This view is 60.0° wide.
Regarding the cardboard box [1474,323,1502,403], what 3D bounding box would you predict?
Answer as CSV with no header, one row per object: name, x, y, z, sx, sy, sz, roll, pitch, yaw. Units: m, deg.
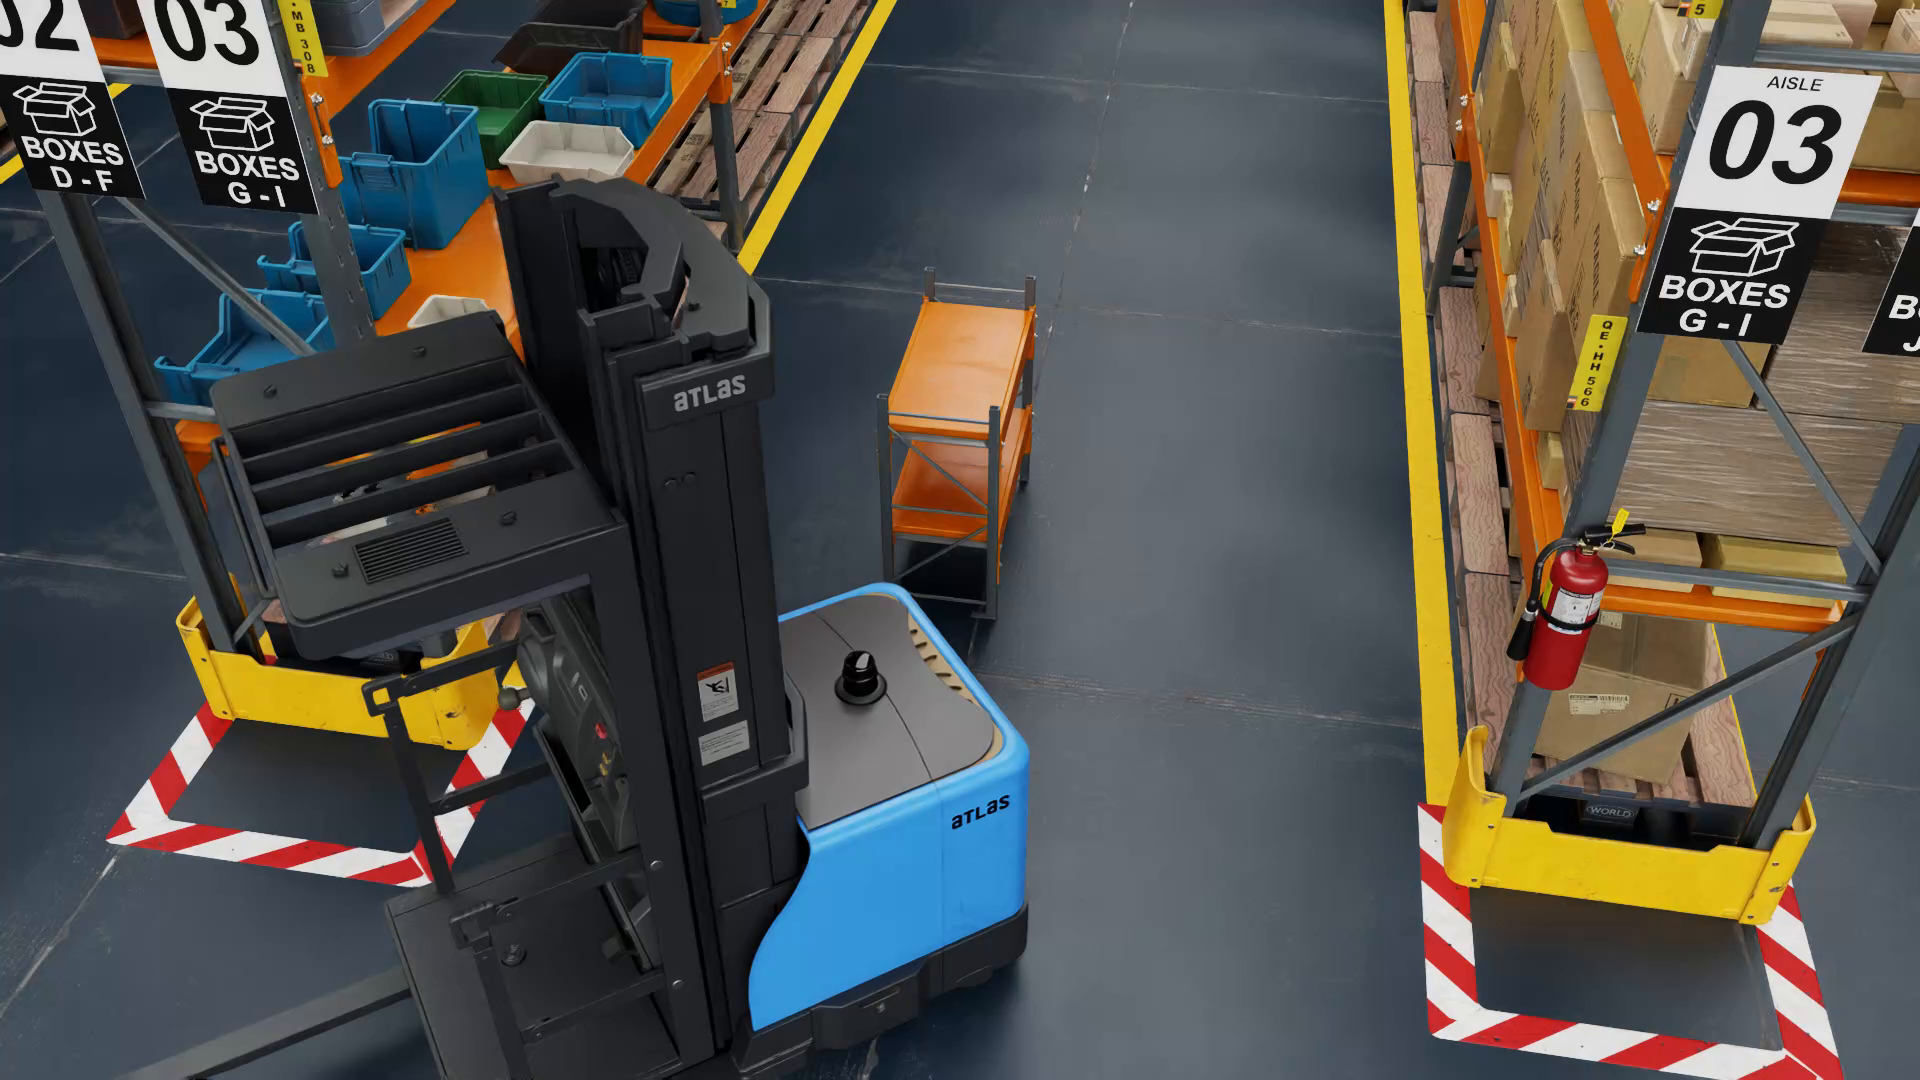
cardboard box,2.895,-0.974,8.206,0.500,0.500,0.500,19,43,21

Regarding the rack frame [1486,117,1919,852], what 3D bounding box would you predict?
rack frame,2.403,0.128,5.241,1.000,3.000,0.127,6,40,8

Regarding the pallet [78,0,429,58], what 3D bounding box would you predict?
pallet,-2.236,-2.010,5.621,1.003,0.211,1.213,6,40,8

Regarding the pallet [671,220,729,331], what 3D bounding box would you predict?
pallet,-1.941,-1.437,9.322,1.003,0.211,1.213,6,40,8

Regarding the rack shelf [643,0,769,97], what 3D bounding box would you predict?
rack shelf,-1.437,-3.907,10.686,1.077,0.370,4.000,6,40,8

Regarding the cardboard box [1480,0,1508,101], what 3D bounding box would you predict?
cardboard box,2.956,-2.260,7.818,0.875,0.500,0.500,6,40,8

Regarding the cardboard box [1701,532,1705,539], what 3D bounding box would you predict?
cardboard box,2.749,-0.083,5.693,0.380,0.149,0.250,6,40,8

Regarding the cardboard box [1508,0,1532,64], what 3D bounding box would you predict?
cardboard box,2.682,-2.353,7.145,0.500,0.500,0.500,6,40,8

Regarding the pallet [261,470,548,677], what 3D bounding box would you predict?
pallet,-2.363,0.094,7.470,1.003,0.211,1.213,6,40,8

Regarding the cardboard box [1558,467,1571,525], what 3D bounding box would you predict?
cardboard box,2.293,-0.134,5.755,0.380,0.149,0.250,6,40,8

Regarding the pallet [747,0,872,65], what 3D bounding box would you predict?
pallet,-1.263,-3.882,12.280,1.003,0.211,1.213,6,40,8

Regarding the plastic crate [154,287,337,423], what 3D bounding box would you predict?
plastic crate,-2.684,-0.708,6.369,0.499,0.251,0.616,6,40,8

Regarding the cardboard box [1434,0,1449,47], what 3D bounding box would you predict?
cardboard box,3.691,-3.676,11.459,0.700,0.500,0.500,4,40,5

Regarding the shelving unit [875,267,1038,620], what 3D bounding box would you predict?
shelving unit,0.001,-0.438,7.397,0.538,1.125,1.048,6,40,8

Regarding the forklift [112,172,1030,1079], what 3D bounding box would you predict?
forklift,-1.305,0.543,4.792,3.031,2.935,1.130,-19,43,-22

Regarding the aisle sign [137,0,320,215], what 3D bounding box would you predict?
aisle sign,-2.199,-1.343,4.980,0.394,0.787,0.004,6,40,8

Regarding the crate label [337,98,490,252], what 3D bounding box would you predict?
crate label,-2.423,-1.617,7.324,0.502,0.435,0.616,6,40,8

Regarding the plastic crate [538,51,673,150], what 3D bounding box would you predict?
plastic crate,-1.707,-2.147,8.109,0.499,0.251,0.616,6,40,8

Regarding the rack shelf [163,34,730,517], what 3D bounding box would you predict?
rack shelf,-2.129,-1.396,7.649,1.077,0.370,4.000,6,40,8

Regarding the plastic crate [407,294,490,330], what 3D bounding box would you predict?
plastic crate,-2.004,-0.843,6.622,0.298,0.136,0.250,6,40,8

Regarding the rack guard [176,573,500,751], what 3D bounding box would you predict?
rack guard,-2.509,0.492,6.762,1.175,0.500,0.348,6,40,8

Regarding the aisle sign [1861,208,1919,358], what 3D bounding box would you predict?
aisle sign,2.687,-0.802,4.326,0.394,0.787,0.004,6,40,8

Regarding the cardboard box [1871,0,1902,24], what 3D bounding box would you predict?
cardboard box,2.741,-1.596,4.777,0.380,0.149,0.250,6,40,7

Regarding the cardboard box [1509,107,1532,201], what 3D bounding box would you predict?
cardboard box,2.848,-1.625,7.050,0.875,0.500,0.500,6,40,8

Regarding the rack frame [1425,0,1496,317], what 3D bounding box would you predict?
rack frame,3.095,-2.383,8.278,1.000,3.000,0.127,6,40,8

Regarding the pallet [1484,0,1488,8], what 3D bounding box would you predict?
pallet,3.370,-2.772,8.899,1.003,0.211,1.213,6,40,8

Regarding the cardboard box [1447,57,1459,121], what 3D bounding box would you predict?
cardboard box,3.516,-2.970,10.605,0.700,0.500,0.500,10,41,11

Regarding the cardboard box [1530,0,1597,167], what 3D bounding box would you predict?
cardboard box,2.519,-1.724,6.384,0.500,0.500,0.500,6,40,8

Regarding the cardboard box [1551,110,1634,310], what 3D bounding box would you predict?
cardboard box,2.335,-1.098,5.627,0.500,0.500,0.500,6,40,8

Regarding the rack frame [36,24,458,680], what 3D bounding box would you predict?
rack frame,-2.476,-0.418,5.902,1.000,3.000,0.127,6,40,8

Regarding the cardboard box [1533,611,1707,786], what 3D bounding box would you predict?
cardboard box,2.527,0.539,6.376,0.500,0.500,0.500,14,41,16

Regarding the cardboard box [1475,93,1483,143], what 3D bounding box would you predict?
cardboard box,2.705,-2.028,8.047,0.380,0.149,0.250,6,40,8

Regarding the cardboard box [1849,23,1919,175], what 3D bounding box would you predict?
cardboard box,2.741,-1.244,4.665,0.500,0.250,0.500,8,40,9

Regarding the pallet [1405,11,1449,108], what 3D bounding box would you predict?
pallet,3.650,-3.328,11.609,1.003,0.211,1.213,6,40,8

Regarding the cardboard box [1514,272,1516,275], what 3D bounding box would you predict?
cardboard box,2.516,-1.079,6.898,0.380,0.149,0.250,6,40,8

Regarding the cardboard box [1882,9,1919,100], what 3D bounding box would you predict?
cardboard box,2.678,-1.271,4.384,0.380,0.149,0.250,6,40,7

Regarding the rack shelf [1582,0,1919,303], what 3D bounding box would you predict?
rack shelf,2.749,-2.006,6.033,1.077,0.370,4.000,6,40,8

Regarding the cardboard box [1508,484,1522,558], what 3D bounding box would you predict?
cardboard box,2.724,-0.230,7.307,0.500,0.500,0.500,10,41,12

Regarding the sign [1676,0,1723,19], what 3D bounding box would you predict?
sign,1.860,-1.443,4.093,0.100,0.325,0.005,6,40,8

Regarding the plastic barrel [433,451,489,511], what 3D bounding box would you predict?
plastic barrel,-2.350,-0.357,7.451,0.421,0.512,0.421,0,40,0

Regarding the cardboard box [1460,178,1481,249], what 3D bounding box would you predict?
cardboard box,3.222,-1.972,9.397,0.700,0.500,0.500,4,40,4

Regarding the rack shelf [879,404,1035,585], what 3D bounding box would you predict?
rack shelf,0.001,-0.249,7.553,0.538,0.278,1.000,6,40,8

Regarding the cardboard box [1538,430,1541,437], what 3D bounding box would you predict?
cardboard box,2.344,-0.452,6.139,0.380,0.149,0.250,6,40,8

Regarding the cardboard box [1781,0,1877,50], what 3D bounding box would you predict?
cardboard box,2.304,-1.483,4.641,0.380,0.149,0.250,5,40,6

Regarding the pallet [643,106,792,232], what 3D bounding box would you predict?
pallet,-1.686,-2.351,10.428,1.003,0.211,1.213,6,40,8

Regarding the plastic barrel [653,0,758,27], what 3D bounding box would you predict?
plastic barrel,-1.418,-3.331,9.031,0.600,0.901,0.708,6,40,8

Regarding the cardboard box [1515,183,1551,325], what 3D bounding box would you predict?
cardboard box,2.622,-1.004,6.298,0.875,0.500,0.500,6,40,8

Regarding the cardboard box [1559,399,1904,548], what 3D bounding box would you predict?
cardboard box,2.525,-0.367,5.529,0.875,0.500,0.500,6,40,8

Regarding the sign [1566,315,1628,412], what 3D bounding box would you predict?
sign,1.860,-0.514,4.861,0.100,0.325,0.005,6,40,8

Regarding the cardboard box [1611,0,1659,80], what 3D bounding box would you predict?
cardboard box,2.319,-1.615,5.113,0.500,0.250,0.500,7,40,8

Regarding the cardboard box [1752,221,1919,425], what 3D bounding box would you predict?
cardboard box,2.766,-0.726,5.177,0.500,0.500,0.500,6,40,8

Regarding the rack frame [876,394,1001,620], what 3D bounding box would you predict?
rack frame,-0.087,-0.119,7.011,0.500,1.125,0.032,6,40,8

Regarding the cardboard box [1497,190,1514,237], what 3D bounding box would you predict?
cardboard box,2.569,-1.397,7.282,0.380,0.149,0.250,6,40,8

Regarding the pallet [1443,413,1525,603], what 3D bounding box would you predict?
pallet,2.805,-0.115,7.723,1.003,0.211,1.213,6,40,8

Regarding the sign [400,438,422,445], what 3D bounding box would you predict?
sign,-1.934,-0.462,5.737,0.100,0.325,0.005,6,40,8
